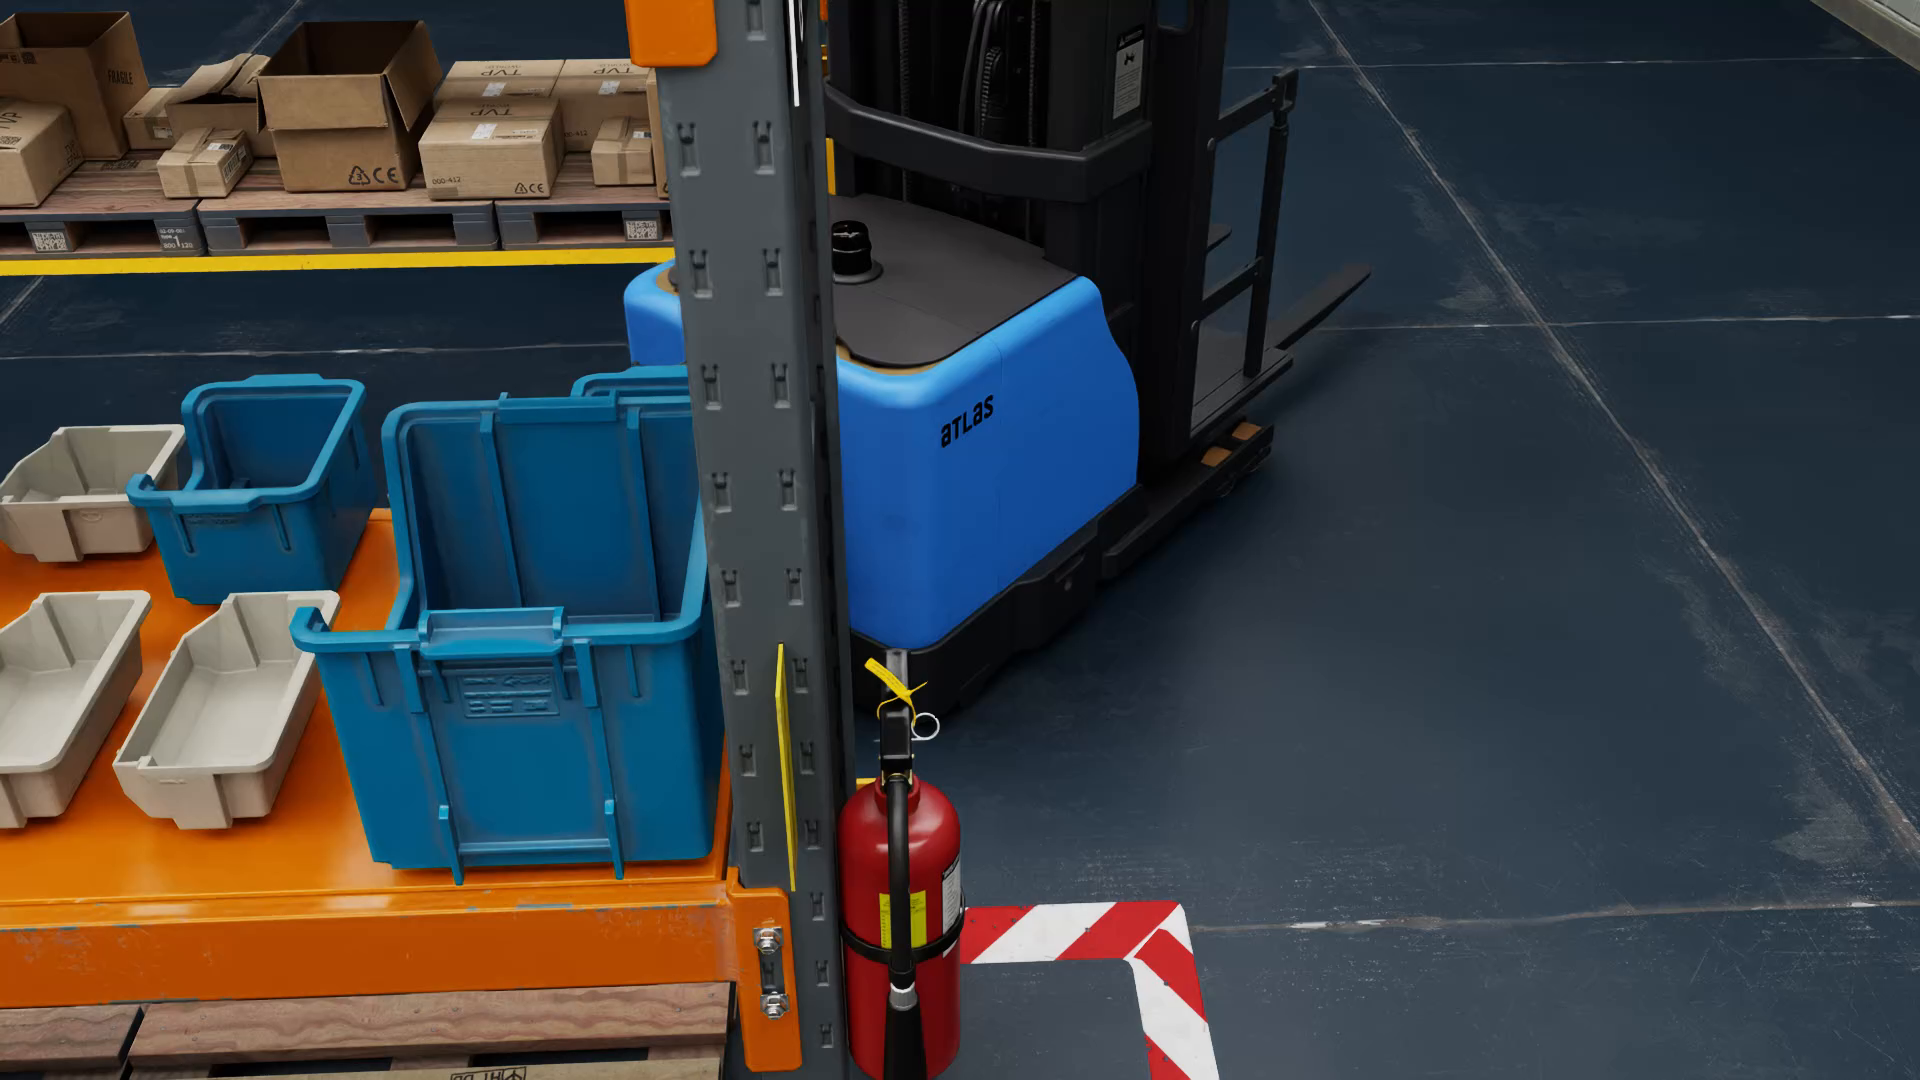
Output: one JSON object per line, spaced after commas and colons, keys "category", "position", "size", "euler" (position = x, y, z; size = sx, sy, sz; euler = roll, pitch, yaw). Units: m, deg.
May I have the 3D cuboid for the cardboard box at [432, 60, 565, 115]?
{"category": "cardboard box", "position": [-2.042, -1.945, 7.455], "size": [0.500, 0.250, 0.500], "euler": [-2, 35, -2]}

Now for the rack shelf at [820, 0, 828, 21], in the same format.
{"category": "rack shelf", "position": [-2.484, -2.426, 6.751], "size": [4.000, 0.370, 1.077], "euler": [-2, 35, -2]}

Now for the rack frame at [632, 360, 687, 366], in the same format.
{"category": "rack frame", "position": [-0.732, -0.041, 4.387], "size": [0.008, 1.050, 0.200], "euler": [23, 41, 29]}

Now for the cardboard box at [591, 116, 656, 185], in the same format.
{"category": "cardboard box", "position": [-1.427, -1.677, 7.140], "size": [0.250, 0.166, 0.380], "euler": [-2, 35, -2]}

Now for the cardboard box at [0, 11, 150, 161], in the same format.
{"category": "cardboard box", "position": [-3.926, -1.997, 7.310], "size": [0.500, 0.500, 0.500], "euler": [-2, 35, -2]}

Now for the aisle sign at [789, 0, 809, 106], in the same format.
{"category": "aisle sign", "position": [-0.170, -0.864, 1.578], "size": [0.004, 0.787, 0.394], "euler": [-2, 35, -2]}

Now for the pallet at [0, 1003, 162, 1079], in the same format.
{"category": "pallet", "position": [-2.297, 1.218, 3.304], "size": [1.213, 0.211, 1.003], "euler": [-2, 35, -2]}

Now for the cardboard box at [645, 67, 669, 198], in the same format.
{"category": "cardboard box", "position": [-1.018, -1.774, 6.987], "size": [0.500, 0.500, 0.500], "euler": [-2, 35, -2]}

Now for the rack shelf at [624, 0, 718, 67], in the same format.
{"category": "rack shelf", "position": [-2.254, -0.843, 1.829], "size": [4.000, 0.370, 1.077], "euler": [-2, 35, -2]}

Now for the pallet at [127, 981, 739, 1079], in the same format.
{"category": "pallet", "position": [-1.081, 1.187, 3.349], "size": [1.213, 0.211, 1.003], "euler": [-2, 35, -2]}

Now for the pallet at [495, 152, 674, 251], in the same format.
{"category": "pallet", "position": [-1.359, -1.604, 7.383], "size": [1.213, 0.211, 1.003], "euler": [-2, 35, -2]}

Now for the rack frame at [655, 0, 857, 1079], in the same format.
{"category": "rack frame", "position": [-0.256, 0.040, 2.556], "size": [0.127, 3.000, 1.000], "euler": [-2, 35, -2]}

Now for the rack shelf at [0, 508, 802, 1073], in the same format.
{"category": "rack shelf", "position": [-2.254, 0.390, 2.683], "size": [4.000, 0.370, 1.077], "euler": [-2, 35, -2]}

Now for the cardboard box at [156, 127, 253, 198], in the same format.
{"category": "cardboard box", "position": [-3.189, -1.601, 7.030], "size": [0.250, 0.166, 0.380], "euler": [-2, 35, -2]}

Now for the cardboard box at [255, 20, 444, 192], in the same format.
{"category": "cardboard box", "position": [-2.606, -1.875, 7.131], "size": [0.637, 0.503, 0.797], "euler": [-2, 35, -2]}

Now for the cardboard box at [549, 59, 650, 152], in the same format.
{"category": "cardboard box", "position": [-1.543, -1.959, 7.474], "size": [0.500, 0.250, 0.500], "euler": [-2, 35, -2]}

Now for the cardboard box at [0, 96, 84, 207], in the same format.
{"category": "cardboard box", "position": [-4.053, -1.631, 6.947], "size": [0.500, 0.311, 0.500], "euler": [-2, 35, -2]}

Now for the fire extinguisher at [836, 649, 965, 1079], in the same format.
{"category": "fire extinguisher", "position": [-0.084, 0.480, 2.316], "size": [0.183, 0.674, 0.296], "euler": [-2, 35, -2]}

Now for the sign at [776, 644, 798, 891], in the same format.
{"category": "sign", "position": [-0.214, 0.286, 2.058], "size": [0.005, 0.325, 0.100], "euler": [-2, 35, -2]}

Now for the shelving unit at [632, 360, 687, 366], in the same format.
{"category": "shelving unit", "position": [-0.634, 0.000, 4.327], "size": [0.252, 1.050, 0.215], "euler": [23, 41, 29]}

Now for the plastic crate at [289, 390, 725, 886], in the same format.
{"category": "plastic crate", "position": [-0.581, 0.116, 2.362], "size": [0.499, 0.435, 0.616], "euler": [-2, 35, -2]}

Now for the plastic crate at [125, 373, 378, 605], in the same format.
{"category": "plastic crate", "position": [-1.176, -0.078, 2.821], "size": [0.300, 0.233, 0.416], "euler": [-2, 35, -2]}

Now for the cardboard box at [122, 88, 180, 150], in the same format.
{"category": "cardboard box", "position": [-3.555, -1.897, 7.474], "size": [0.250, 0.149, 0.380], "euler": [-2, 35, -2]}

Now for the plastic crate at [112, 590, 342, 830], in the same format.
{"category": "plastic crate", "position": [-1.062, 0.249, 2.433], "size": [0.243, 0.136, 0.396], "euler": [-2, 35, -2]}

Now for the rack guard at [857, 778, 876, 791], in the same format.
{"category": "rack guard", "position": [-0.232, 1.060, 3.279], "size": [0.348, 0.500, 1.175], "euler": [-2, 35, -2]}

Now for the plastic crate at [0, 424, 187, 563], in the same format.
{"category": "plastic crate", "position": [-1.520, -0.076, 2.904], "size": [0.298, 0.136, 0.250], "euler": [-2, 35, -2]}

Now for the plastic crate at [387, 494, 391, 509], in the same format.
{"category": "plastic crate", "position": [-0.842, -0.095, 2.930], "size": [0.298, 0.136, 0.250], "euler": [-2, 35, -2]}

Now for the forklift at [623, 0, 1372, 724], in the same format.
{"category": "forklift", "position": [0.393, -1.498, 4.839], "size": [1.130, 2.935, 3.031], "euler": [24, 41, 30]}

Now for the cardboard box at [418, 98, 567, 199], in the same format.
{"category": "cardboard box", "position": [-1.968, -1.662, 7.046], "size": [0.500, 0.250, 0.500], "euler": [-2, 35, -2]}

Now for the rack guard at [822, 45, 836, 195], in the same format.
{"category": "rack guard", "position": [-0.563, -1.745, 7.333], "size": [0.348, 0.500, 1.175], "euler": [-2, 35, -2]}

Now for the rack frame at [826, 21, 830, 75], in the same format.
{"category": "rack frame", "position": [-0.487, -2.775, 6.624], "size": [0.127, 3.000, 1.000], "euler": [-2, 35, -2]}

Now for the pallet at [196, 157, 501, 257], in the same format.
{"category": "pallet", "position": [-2.575, -1.573, 7.338], "size": [1.213, 0.211, 1.003], "euler": [-2, 35, -2]}

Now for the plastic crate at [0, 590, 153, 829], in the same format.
{"category": "plastic crate", "position": [-1.352, 0.249, 2.434], "size": [0.243, 0.136, 0.396], "euler": [-2, 35, -2]}

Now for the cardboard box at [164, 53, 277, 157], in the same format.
{"category": "cardboard box", "position": [-3.177, -1.940, 7.393], "size": [0.500, 0.311, 0.500], "euler": [-2, 35, -2]}

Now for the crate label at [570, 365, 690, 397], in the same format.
{"category": "crate label", "position": [-0.518, -0.096, 2.847], "size": [0.303, 0.233, 0.416], "euler": [-2, 35, -2]}

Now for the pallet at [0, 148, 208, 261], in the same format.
{"category": "pallet", "position": [-3.796, -1.539, 7.288], "size": [1.213, 0.211, 1.003], "euler": [-2, 35, -2]}
